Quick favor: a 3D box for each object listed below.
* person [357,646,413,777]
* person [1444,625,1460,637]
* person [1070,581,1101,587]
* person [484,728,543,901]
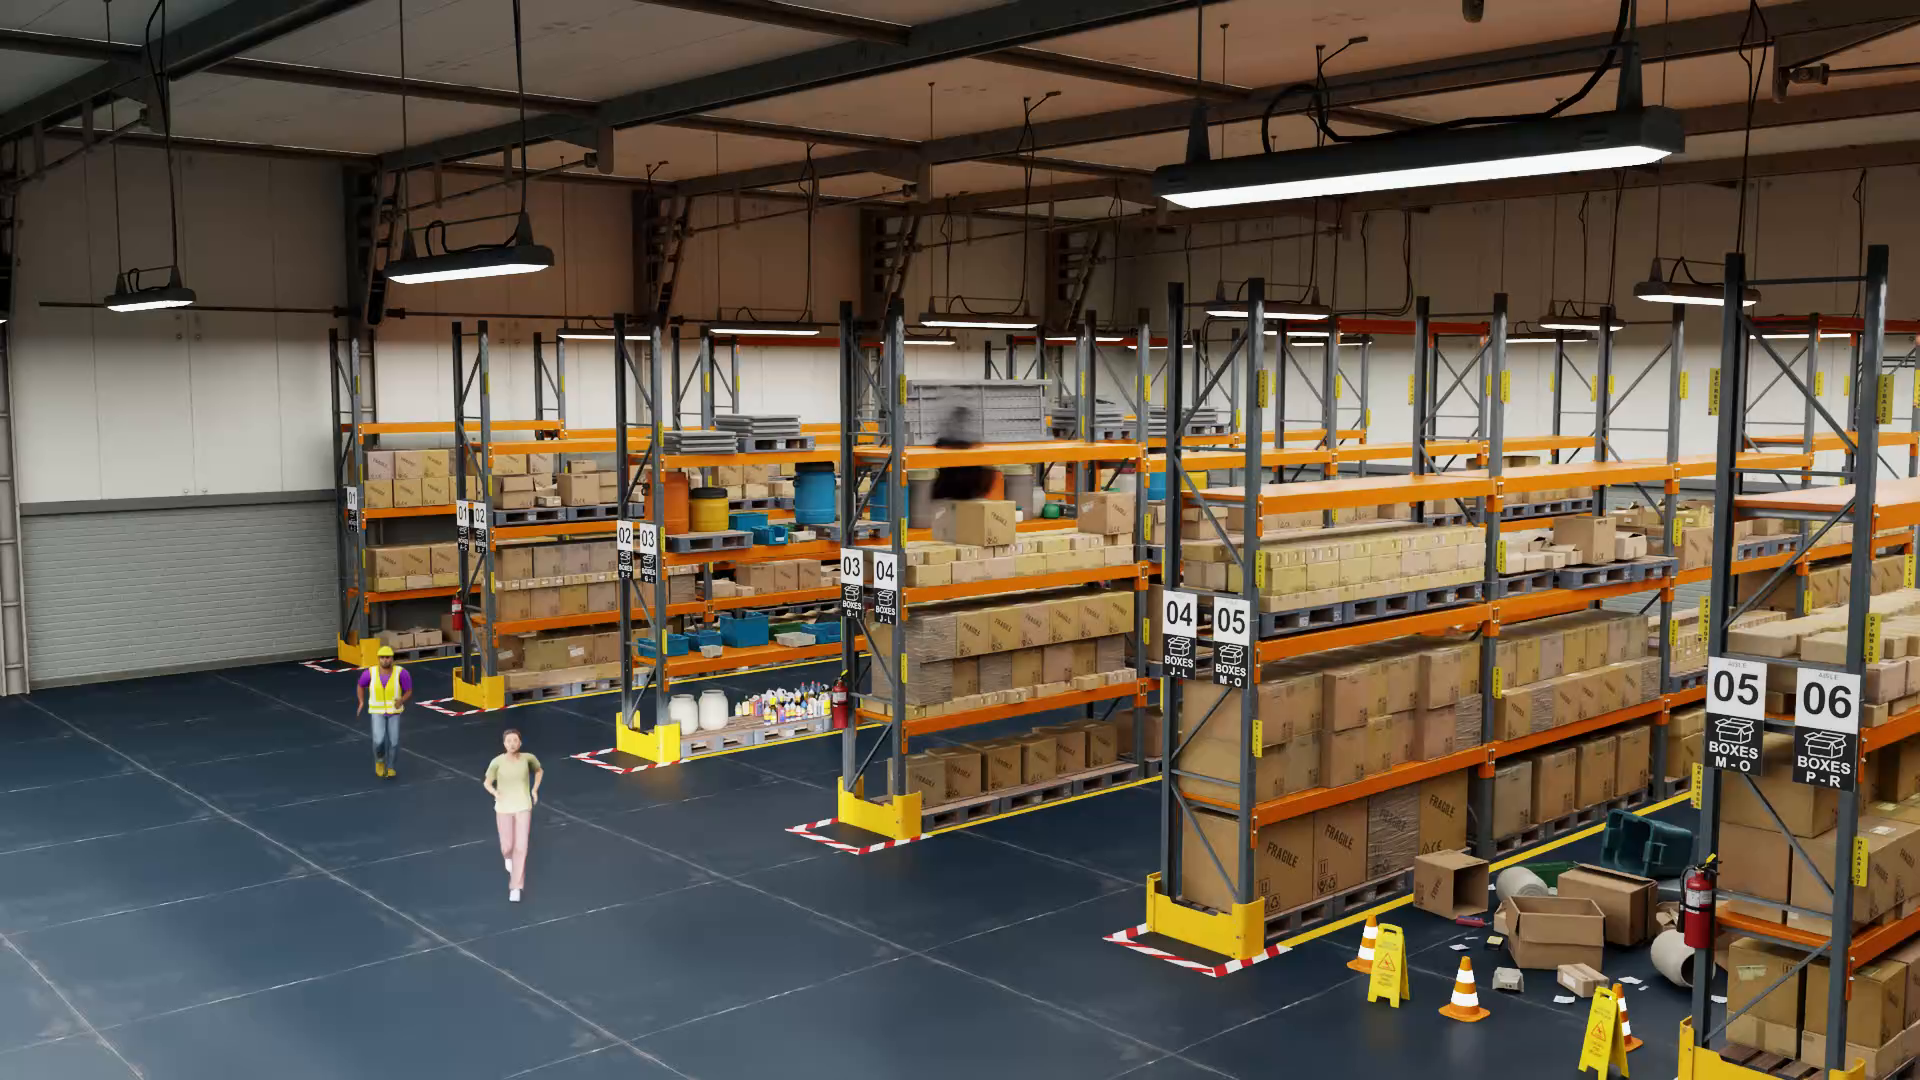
[{"bbox_3d":[-7.318,2.202,21.183,0.681,1.716,0.720,-2,6,-19],"label":"person"},{"bbox_3d":[6.881,1.981,23.463,0.651,1.725,0.583,5,8,43],"label":"person"},{"bbox_3d":[2.370,1.125,32.340,0.662,1.719,0.933,4,7,37],"label":"person"},{"bbox_3d":[-4.444,2.694,16.594,0.580,1.645,0.924,-2,6,-16],"label":"person"}]
